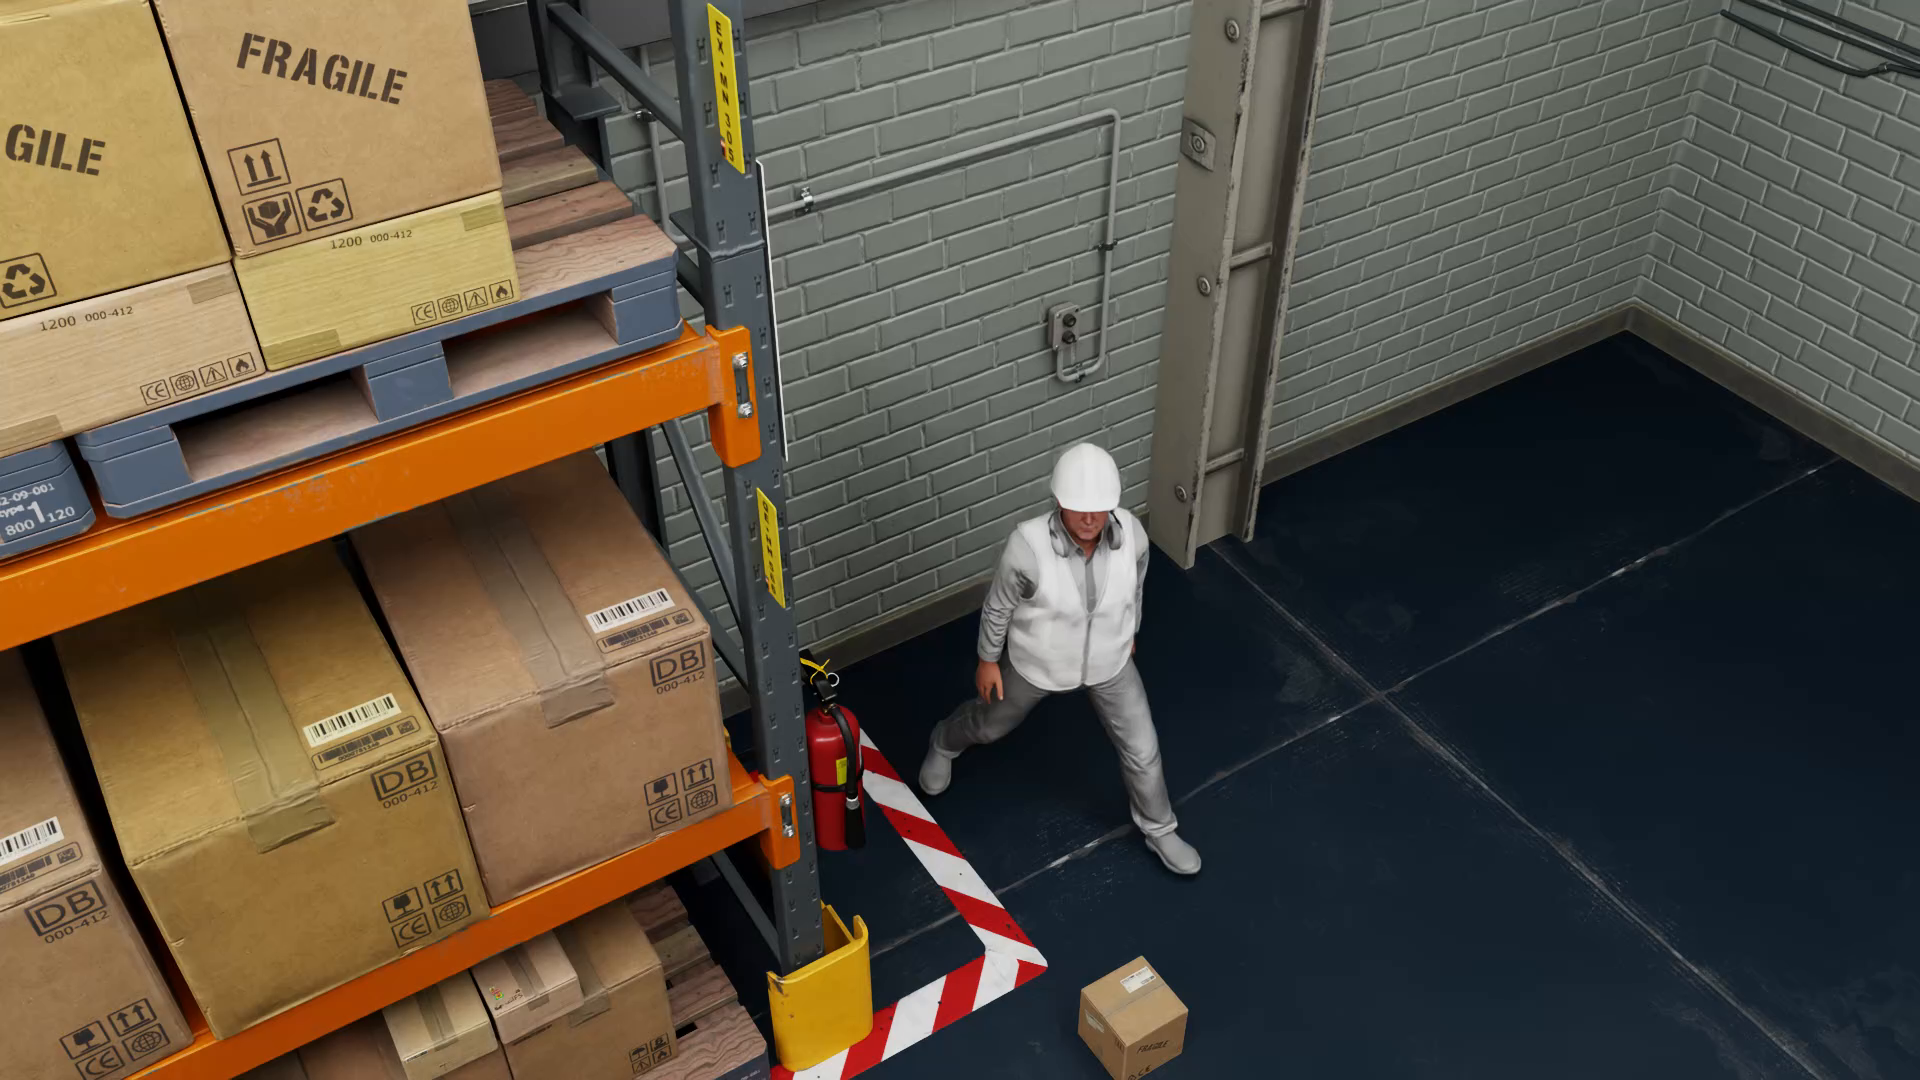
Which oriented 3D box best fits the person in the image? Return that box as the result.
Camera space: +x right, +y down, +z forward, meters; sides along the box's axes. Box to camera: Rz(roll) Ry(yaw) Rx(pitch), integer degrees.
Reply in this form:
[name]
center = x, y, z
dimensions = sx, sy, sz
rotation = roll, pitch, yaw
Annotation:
[person]
center = 0.343, 0.396, 5.698
dimensions = 0.909, 1.731, 0.869
rotation = -9, 41, -10
